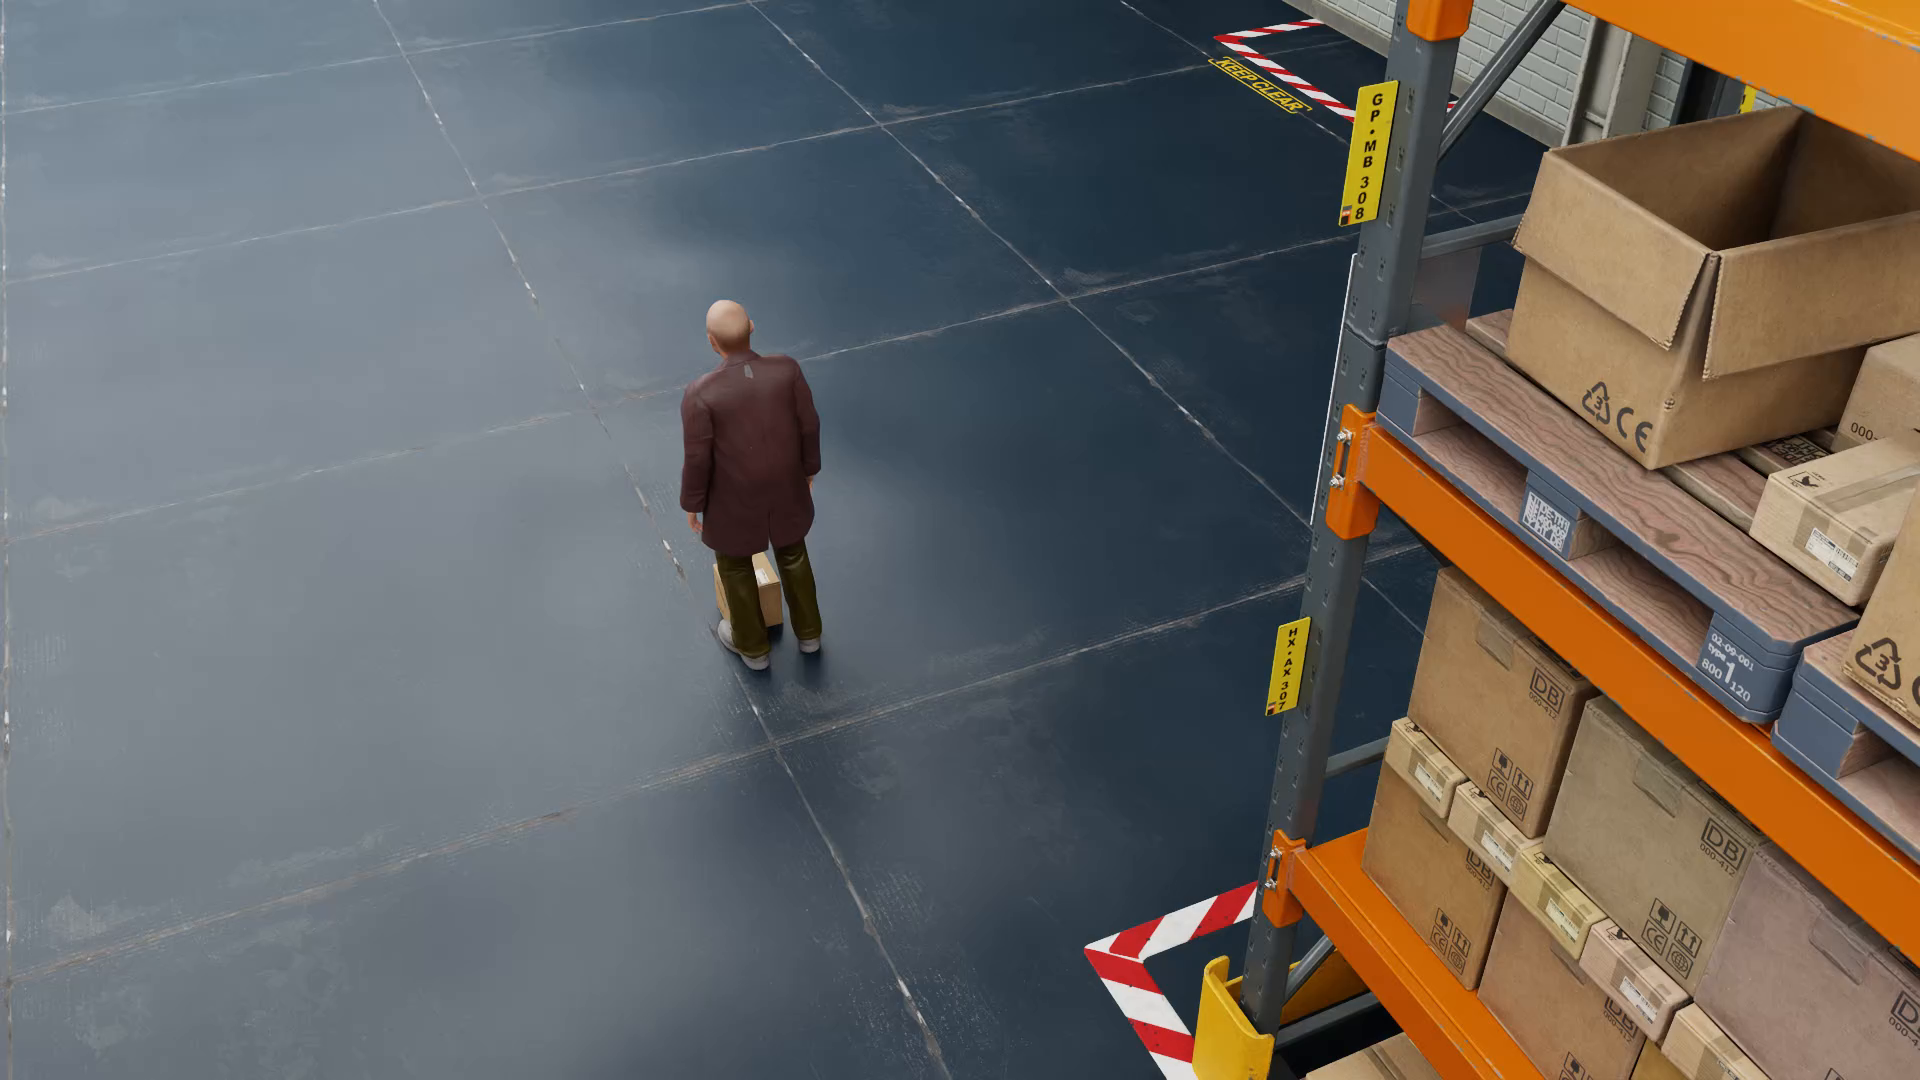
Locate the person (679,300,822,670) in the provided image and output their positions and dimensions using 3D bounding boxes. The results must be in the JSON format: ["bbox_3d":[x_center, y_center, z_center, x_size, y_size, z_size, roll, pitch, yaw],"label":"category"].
[{"bbox_3d":[-0.896,-0.221,7.166,0.652,1.773,0.425,-18,40,-22],"label":"person"}]
